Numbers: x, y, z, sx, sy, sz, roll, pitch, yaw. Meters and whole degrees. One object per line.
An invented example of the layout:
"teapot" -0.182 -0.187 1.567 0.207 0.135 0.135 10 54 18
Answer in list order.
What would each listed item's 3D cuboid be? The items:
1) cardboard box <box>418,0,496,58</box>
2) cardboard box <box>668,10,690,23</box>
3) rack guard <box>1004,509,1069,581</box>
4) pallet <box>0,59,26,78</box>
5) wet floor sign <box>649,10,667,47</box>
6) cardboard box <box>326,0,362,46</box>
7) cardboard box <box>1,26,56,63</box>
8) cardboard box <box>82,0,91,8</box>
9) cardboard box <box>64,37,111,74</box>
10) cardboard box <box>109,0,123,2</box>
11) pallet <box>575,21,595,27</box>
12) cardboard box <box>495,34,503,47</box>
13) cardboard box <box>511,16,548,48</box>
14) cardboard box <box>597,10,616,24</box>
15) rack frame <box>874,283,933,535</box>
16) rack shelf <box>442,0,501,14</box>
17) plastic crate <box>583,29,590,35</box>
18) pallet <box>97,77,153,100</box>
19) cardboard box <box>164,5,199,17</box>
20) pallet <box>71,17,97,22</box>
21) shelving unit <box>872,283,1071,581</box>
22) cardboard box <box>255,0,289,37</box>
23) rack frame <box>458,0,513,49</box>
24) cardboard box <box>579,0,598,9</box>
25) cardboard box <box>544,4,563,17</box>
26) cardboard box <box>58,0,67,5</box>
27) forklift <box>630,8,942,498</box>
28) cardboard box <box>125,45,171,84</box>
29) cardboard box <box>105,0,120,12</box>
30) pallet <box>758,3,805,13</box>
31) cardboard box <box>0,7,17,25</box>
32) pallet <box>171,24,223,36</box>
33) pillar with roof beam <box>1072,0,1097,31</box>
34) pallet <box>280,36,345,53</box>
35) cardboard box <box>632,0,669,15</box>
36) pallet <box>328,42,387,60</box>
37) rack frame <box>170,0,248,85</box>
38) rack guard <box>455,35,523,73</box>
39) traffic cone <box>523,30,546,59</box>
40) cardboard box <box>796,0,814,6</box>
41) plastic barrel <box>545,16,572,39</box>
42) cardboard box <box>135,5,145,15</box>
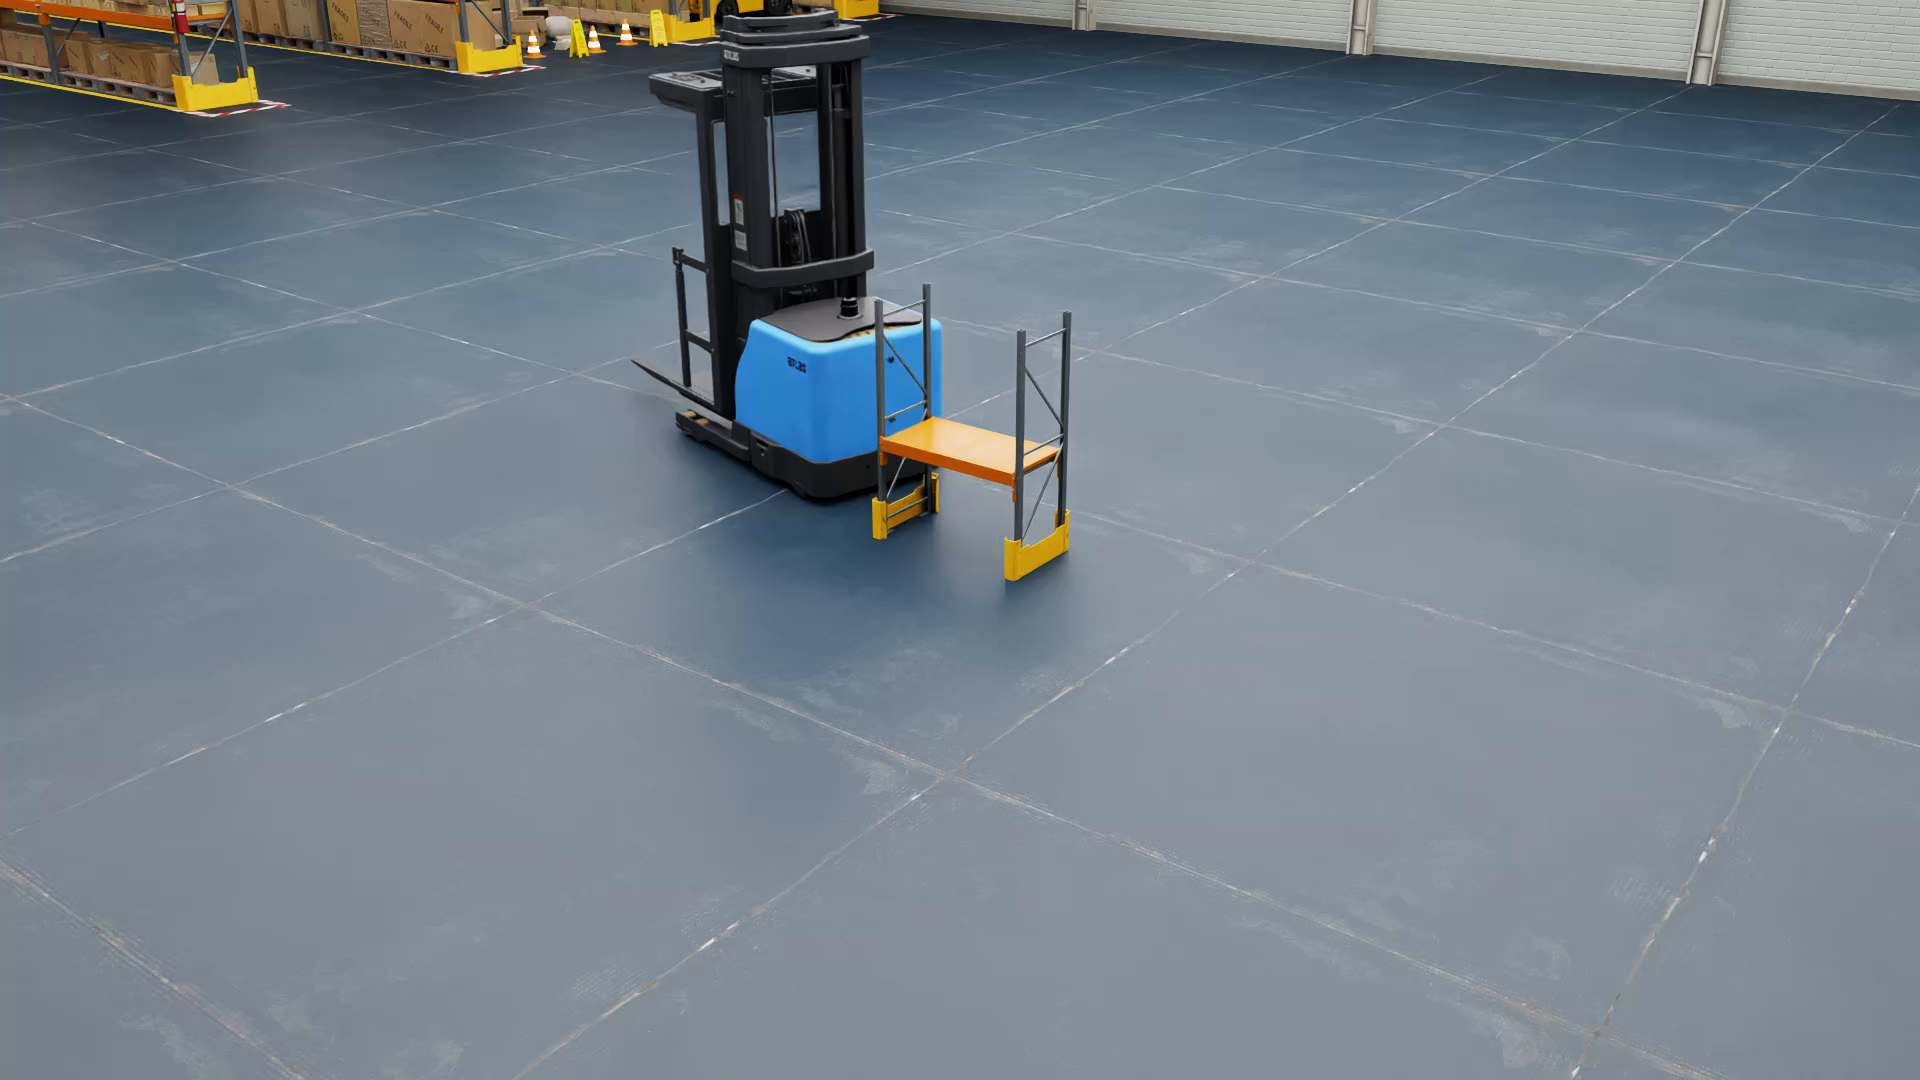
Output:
"cardboard box" -8.701 -8.883 28.804 0.875 0.875 0.875 17 29 34
"cardboard box" -5.711 -10.360 32.932 0.500 0.250 0.500 17 29 33
"rack guard" 0.459 0.024 9.884 0.087 0.250 0.587 17 29 33
"pallet" -15.980 -8.118 28.413 1.213 0.211 1.003 17 29 33
"wet floor sign" -5.721 -9.673 31.404 0.267 0.644 0.232 -15 28 -30
"cardboard box" -10.859 -9.533 30.279 0.875 0.875 0.875 17 29 34
"cardboard box" -15.672 -8.381 28.106 0.500 0.500 0.700 14 27 29
"cardboard box" -13.369 -8.353 25.800 0.250 0.149 0.380 17 29 33
"cardboard box" -14.079 -7.850 26.926 0.500 0.500 0.500 16 28 32
"cardboard box" -12.445 -8.485 25.295 0.500 0.500 0.875 17 29 33
"pallet" -7.873 -10.682 34.232 1.213 0.211 1.003 17 29 33
"cardboard box" -8.840 -9.415 31.289 0.396 0.266 0.258 -21 31 -39
"cardboard box" -8.155 -9.607 31.430 0.637 0.503 0.797 -1 24 -3
"cardboard box" -6.871 -10.437 33.107 0.500 0.250 0.500 16 28 31
"rack frame" -0.339 -0.789 10.180 0.032 1.500 0.500 17 29 33
"rack shelf" -9.719 -9.675 29.380 4.000 0.370 1.077 17 29 33
"plastic crate" -7.667 -10.129 33.139 0.583 0.080 0.402 7 25 15
"pallet" -12.836 -7.190 26.306 1.213 0.211 1.003 17 29 33
"cardboard box" -11.527 -7.832 24.616 0.250 0.149 0.380 17 29 33
"pallet" -18.280 -11.297 35.628 1.213 0.211 1.003 17 29 33
"shelving unit" 0.061 -0.668 9.906 1.083 1.500 0.587 17 29 33
"cardboard box" -12.640 -10.006 31.508 0.750 0.750 1.050 17 29 33
"rack frame" -8.119 -9.520 28.137 0.127 3.000 1.000 17 29 33
"cardboard box" -7.272 -10.905 33.238 0.500 0.500 0.500 19 30 36
"cardboard box" -8.122 -10.813 33.961 0.500 0.250 0.500 15 28 31
"cardboard box" -13.975 -8.531 26.204 0.250 0.149 0.380 17 29 33
"forklift" -1.387 -2.142 11.477 1.130 2.935 3.031 -17 29 -33
"cardboard box" -12.653 -7.440 25.995 0.500 0.500 0.500 20 31 38
"cardboard box" -12.790 -8.160 25.362 0.250 0.149 0.380 17 29 33
"pallet" -3.866 -11.935 37.075 1.213 0.211 1.003 17 29 33
"cardboard box" -16.592 -9.002 28.586 0.500 0.250 0.500 21 31 39
"pallet" -15.145 -10.368 33.520 1.213 0.211 1.003 17 29 33
"pillar with roof beam" -0.055 -13.109 28.841 0.400 9.000 9.100 17 29 33
"pallet" -11.982 -9.374 31.263 1.213 0.211 1.003 17 29 33
"cardboard box" -6.029 -10.528 32.384 0.500 0.500 0.500 17 29 34
"pallet" -10.758 -9.002 30.420 1.213 0.211 1.003 17 29 33
"rack frame" -11.175 -7.944 24.560 0.127 3.000 1.000 17 29 33
"rack guard" -8.100 -8.370 28.628 0.348 0.500 1.175 17 29 33
"traffic cone" -7.692 -8.946 29.980 0.334 0.463 0.336 17 29 33
"cardboard box" -3.215 -11.813 36.230 0.500 0.250 0.500 17 29 33
"plastic barrel" -7.792 -9.974 32.361 0.512 0.421 0.421 -5 24 -12
"cardboard box" -12.148 -8.002 25.002 0.250 0.149 0.380 17 29 33
